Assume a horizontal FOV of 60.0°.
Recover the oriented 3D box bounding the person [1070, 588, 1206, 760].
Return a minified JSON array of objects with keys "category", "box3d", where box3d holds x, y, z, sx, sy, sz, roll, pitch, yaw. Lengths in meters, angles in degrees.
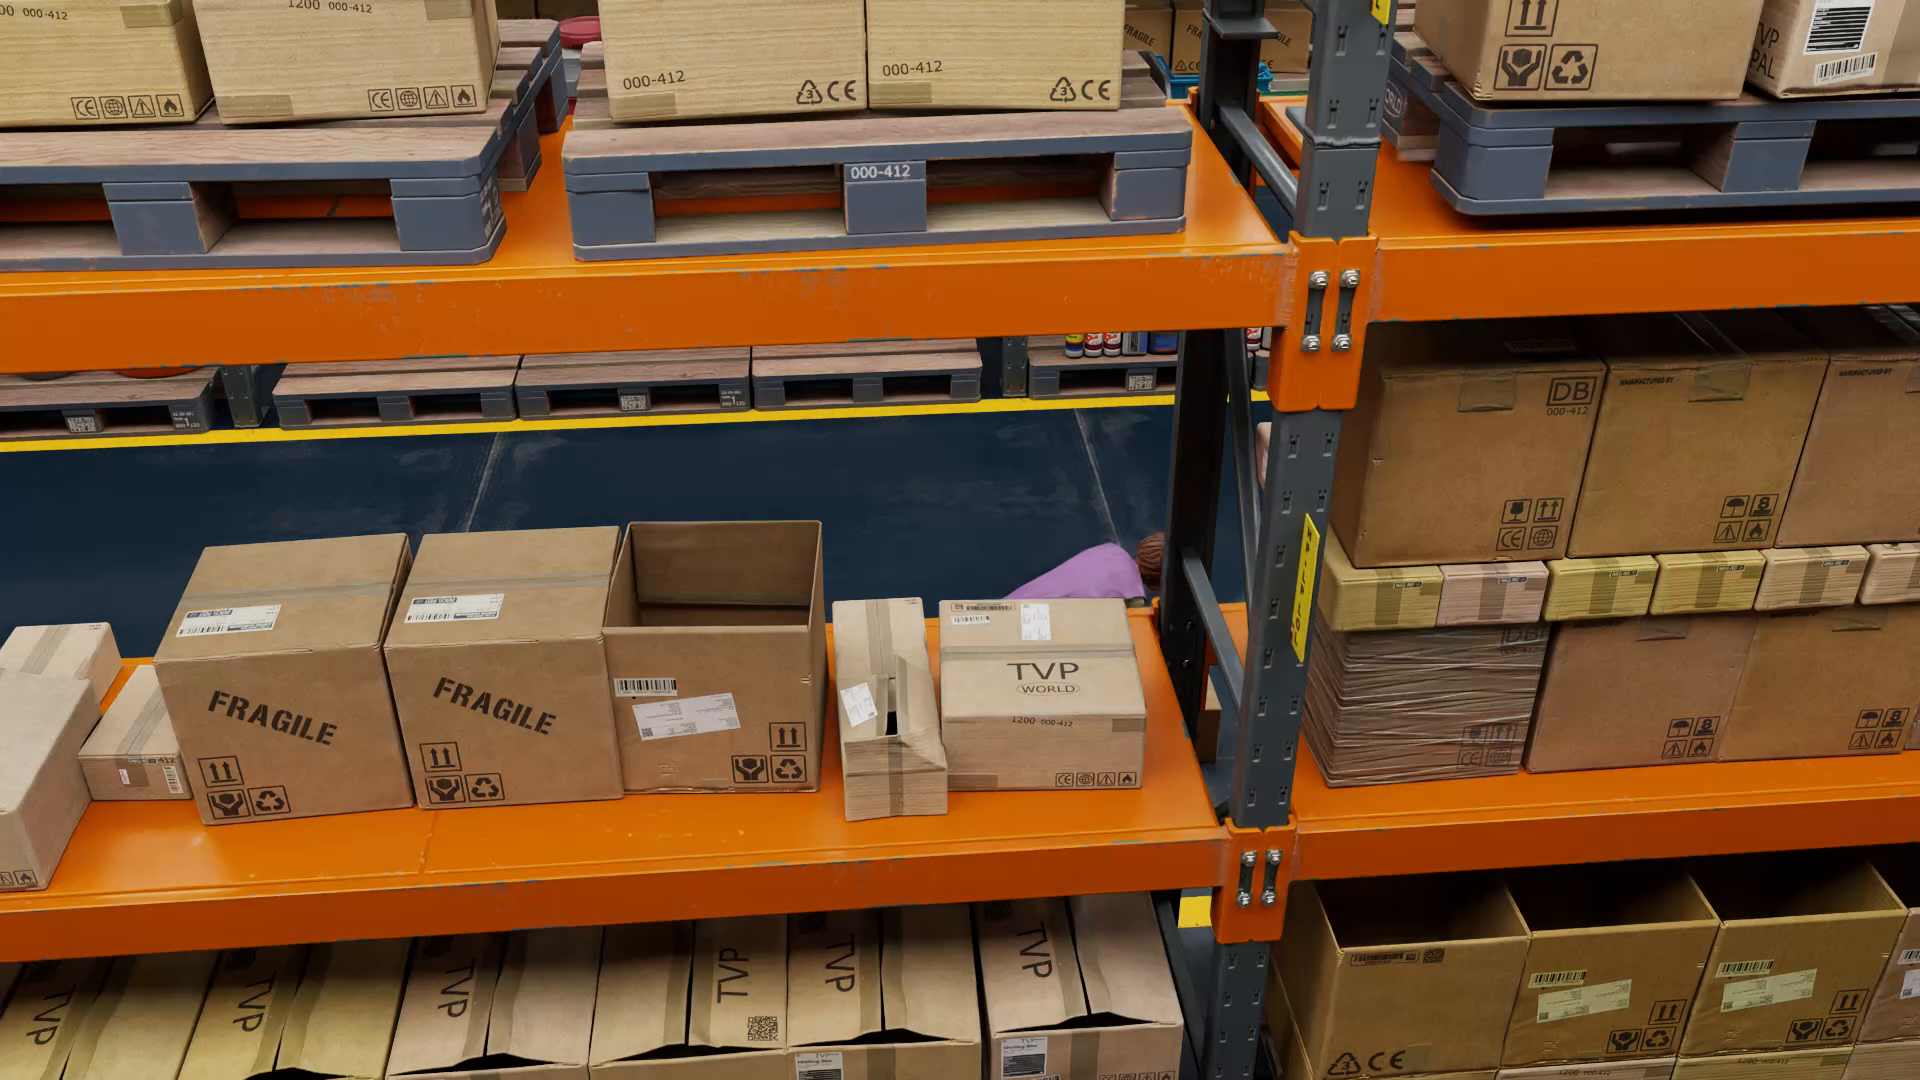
[{"category":"person","box3d":[0.513,0.524,6.226,0.847,0.714,0.427,-2,32,-3]}]
